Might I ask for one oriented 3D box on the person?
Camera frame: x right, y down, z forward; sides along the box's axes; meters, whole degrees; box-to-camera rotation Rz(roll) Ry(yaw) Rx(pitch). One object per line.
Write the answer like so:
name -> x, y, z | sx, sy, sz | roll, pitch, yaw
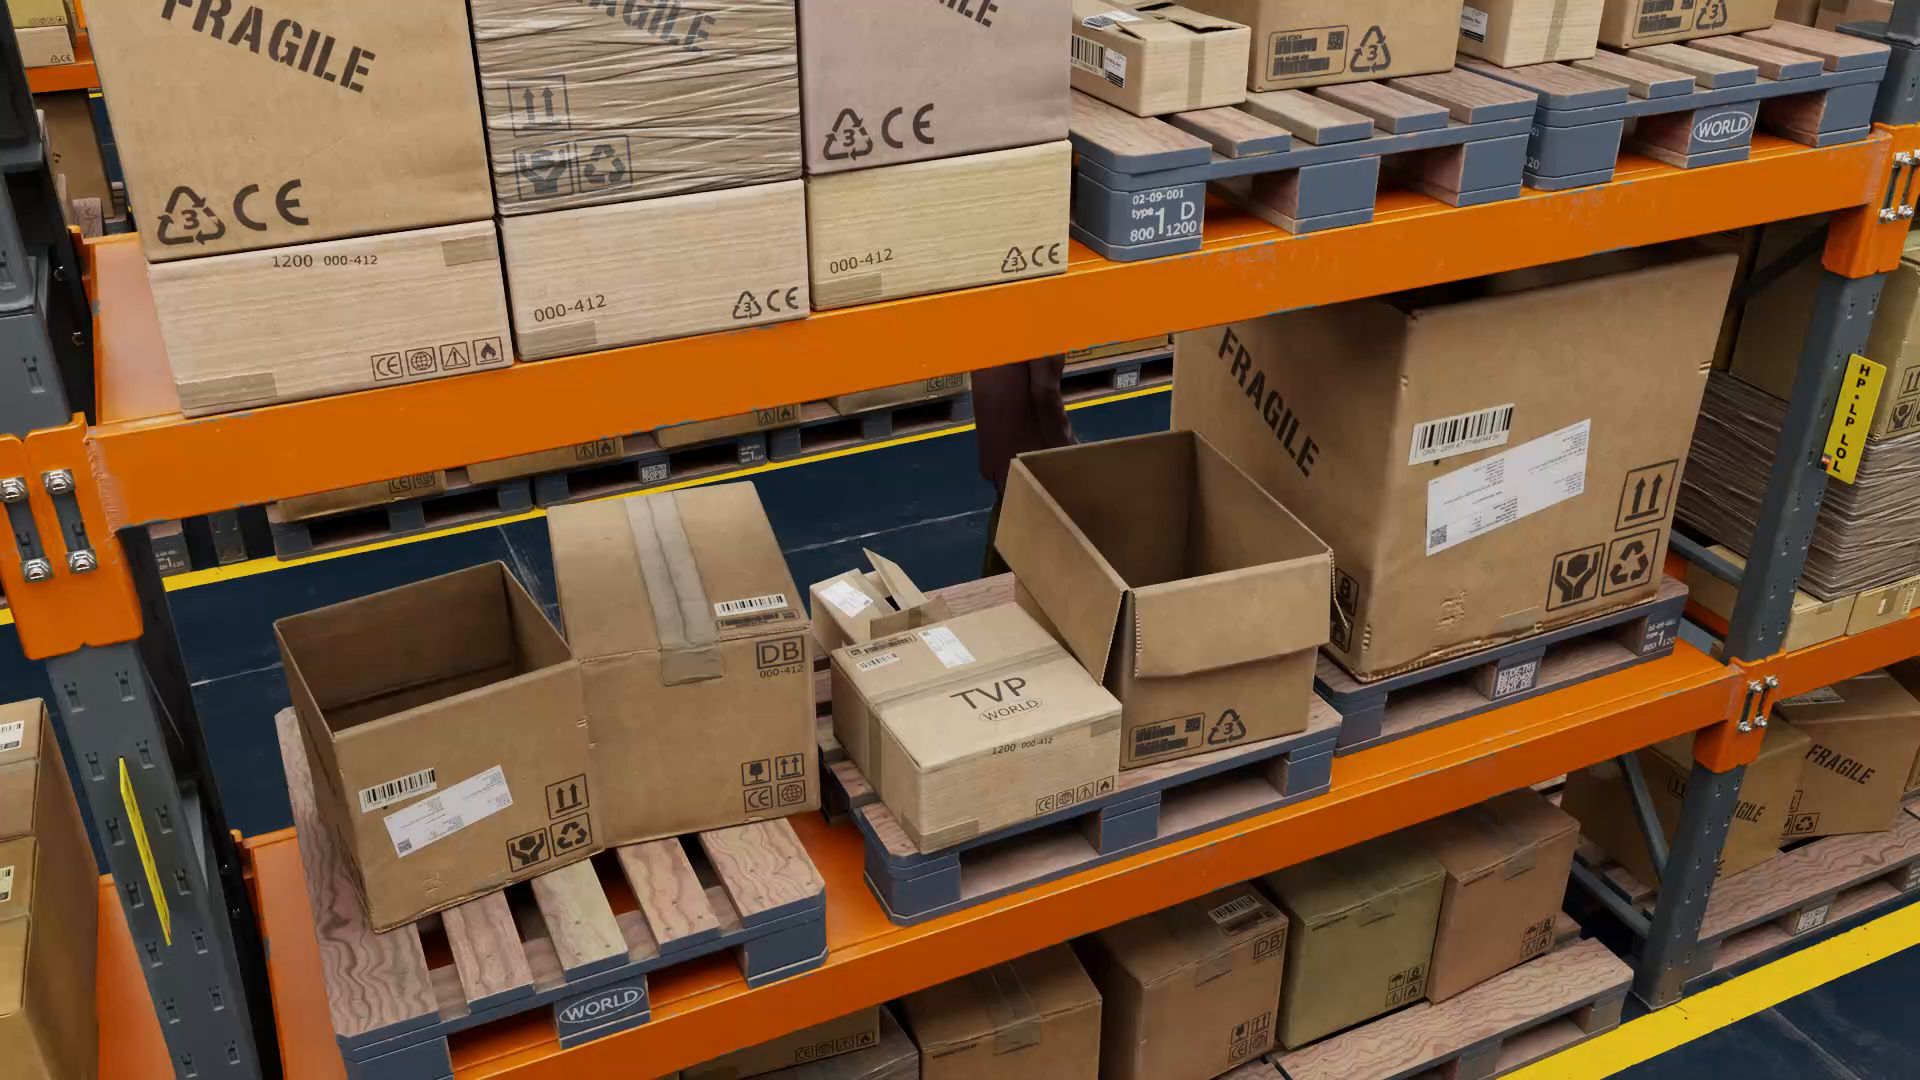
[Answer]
person -> 0.269, -0.467, 6.982 | 0.423, 1.774, 0.653 | -15, 32, -25
